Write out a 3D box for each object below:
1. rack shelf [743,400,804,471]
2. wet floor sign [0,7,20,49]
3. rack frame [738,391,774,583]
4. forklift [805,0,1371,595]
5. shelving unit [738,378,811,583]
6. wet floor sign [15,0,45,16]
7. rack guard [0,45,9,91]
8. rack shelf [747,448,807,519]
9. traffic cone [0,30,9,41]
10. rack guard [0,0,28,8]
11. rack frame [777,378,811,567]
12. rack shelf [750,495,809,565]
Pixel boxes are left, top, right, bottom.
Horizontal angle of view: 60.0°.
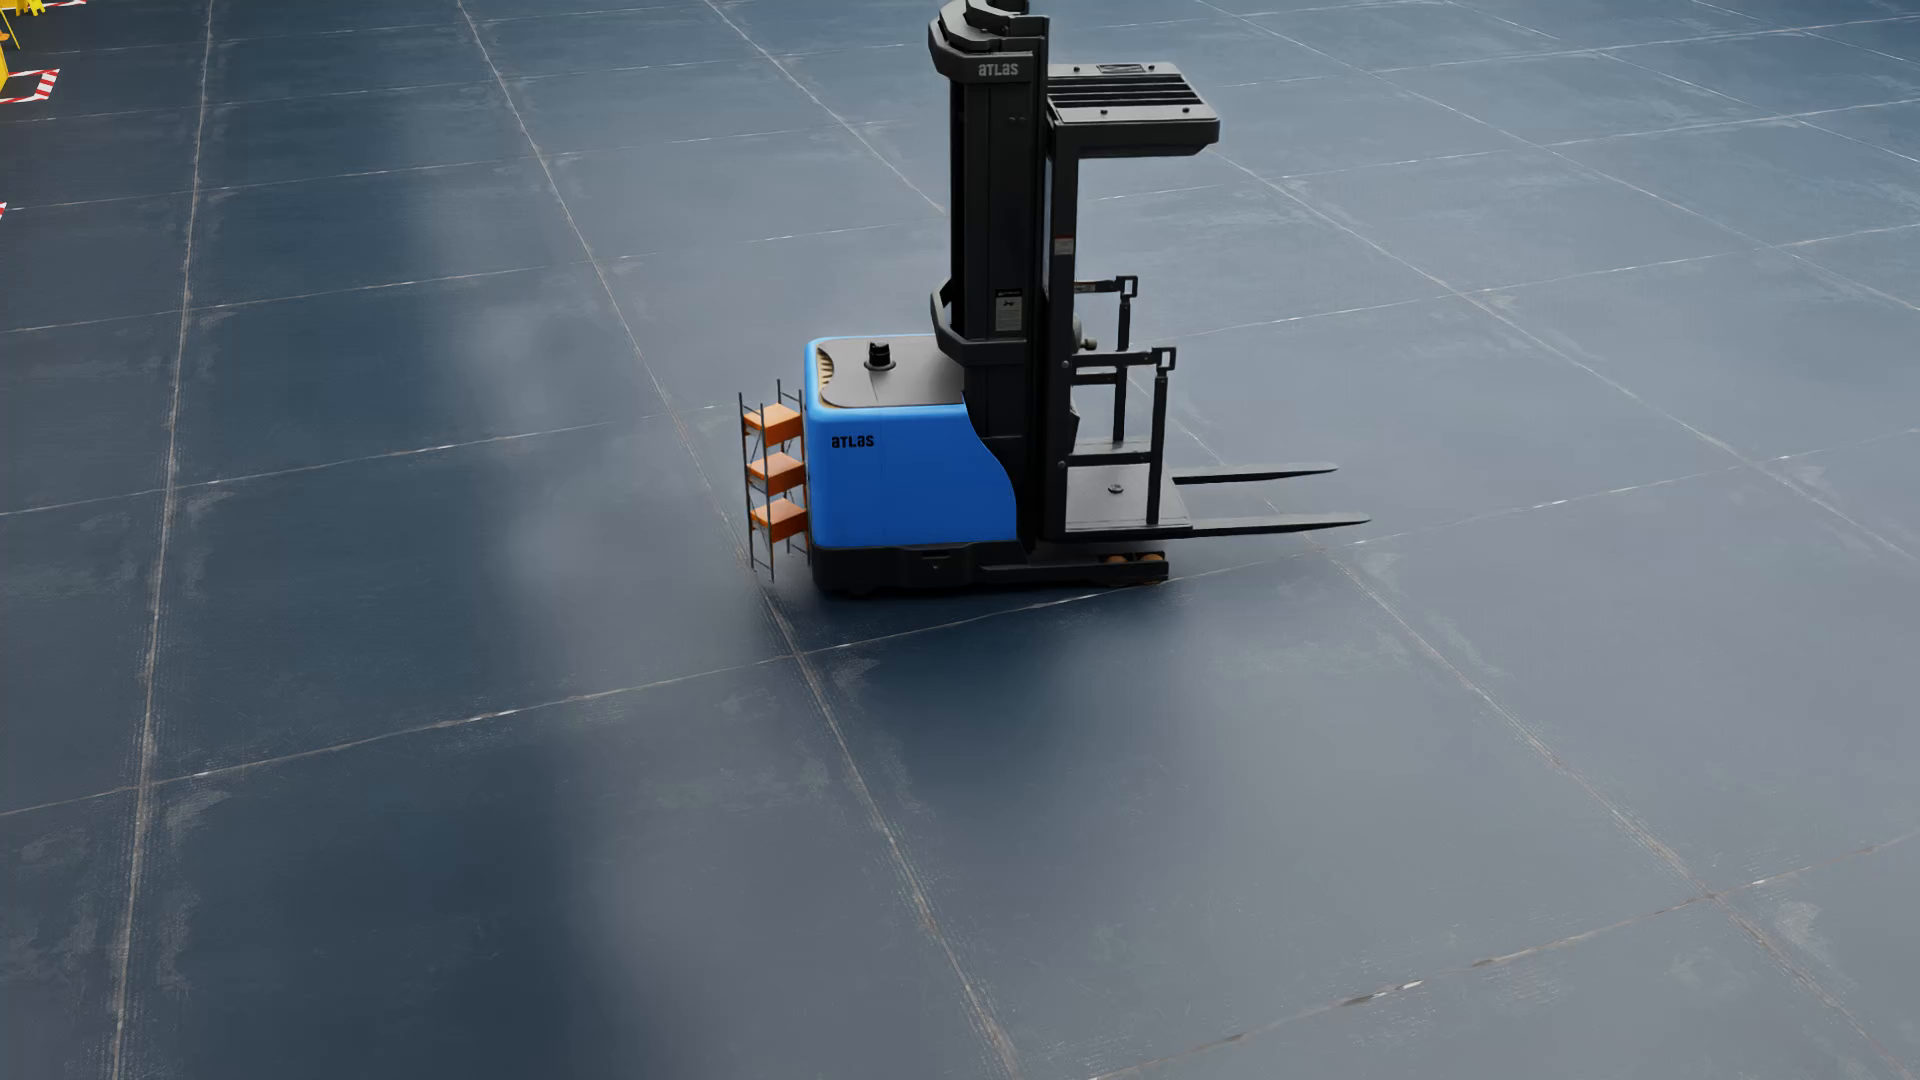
[{"bbox_3d":[-0.971,-0.545,8.626,0.240,0.259,0.215,-24,37,-36],"label":"rack shelf"},{"bbox_3d":[-11.060,-5.997,19.158,0.232,0.644,0.267,-16,33,-26],"label":"wet floor sign"},{"bbox_3d":[-1.062,-0.267,8.688,0.008,1.050,0.200,-24,37,-36],"label":"rack frame"},{"bbox_3d":[0.694,-1.279,8.567,3.031,2.935,1.130,-3,30,-5],"label":"forklift"},{"bbox_3d":[-0.971,-0.307,8.760,0.252,1.050,0.215,-24,37,-36],"label":"shelving unit"},{"bbox_3d":[-11.666,-6.889,20.723,0.232,0.644,0.267,0,30,0],"label":"wet floor sign"},{"bbox_3d":[-10.374,-5.015,17.580,0.348,0.500,1.175,-10,31,-18],"label":"rack guard"},{"bbox_3d":[-0.971,-0.298,8.765,0.240,0.259,0.215,-24,37,-36],"label":"rack shelf"},{"bbox_3d":[-11.465,-6.145,19.600,0.334,0.463,0.336,-10,31,-18],"label":"traffic cone"},{"bbox_3d":[-12.289,-7.277,21.550,0.348,0.500,1.175,-10,31,-18],"label":"rack guard"},{"bbox_3d":[-0.881,-0.348,8.831,0.008,1.050,0.200,-24,37,-36],"label":"rack frame"},{"bbox_3d":[-0.971,-0.056,8.901,0.240,0.259,0.215,-24,37,-36],"label":"rack shelf"}]
